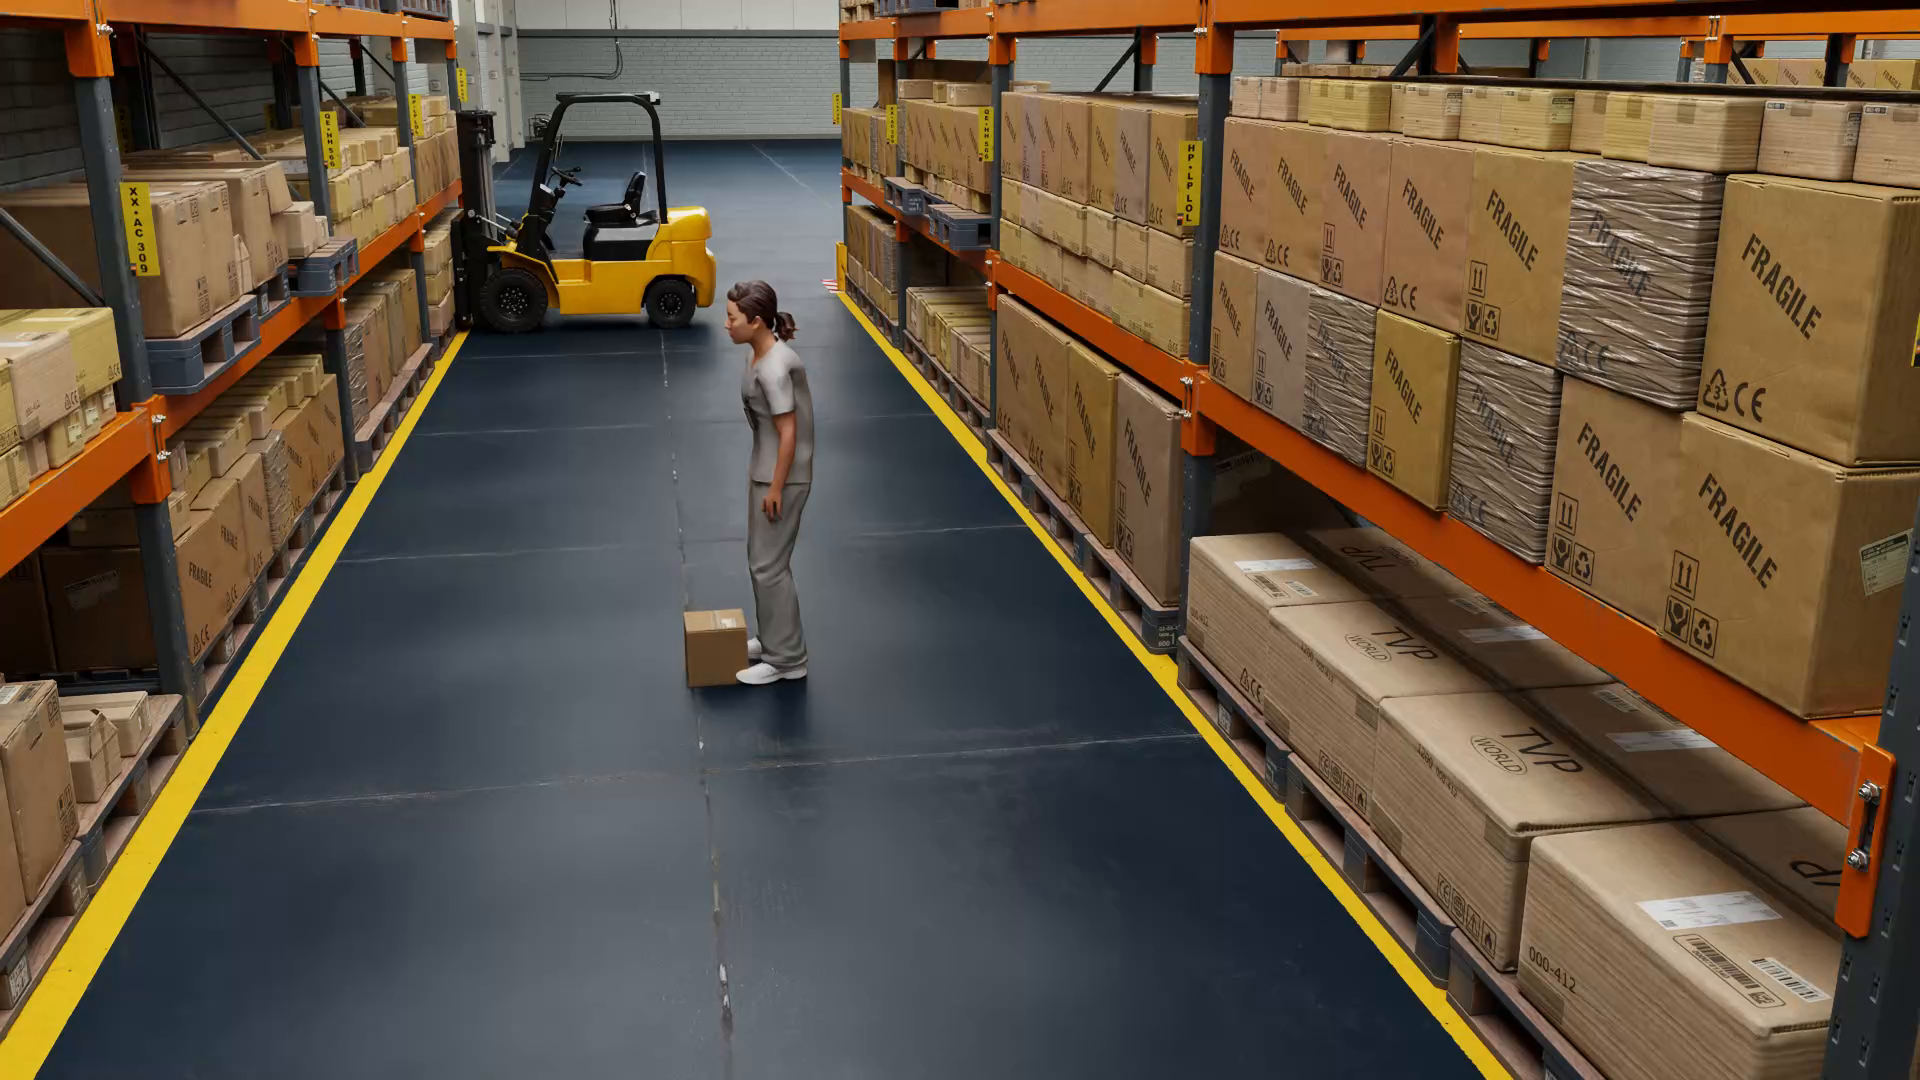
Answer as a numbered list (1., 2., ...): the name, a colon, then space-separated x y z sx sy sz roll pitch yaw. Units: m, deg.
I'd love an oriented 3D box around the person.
1. person: -0.788 -0.243 6.866 0.368 1.671 0.503 -4 17 -13
